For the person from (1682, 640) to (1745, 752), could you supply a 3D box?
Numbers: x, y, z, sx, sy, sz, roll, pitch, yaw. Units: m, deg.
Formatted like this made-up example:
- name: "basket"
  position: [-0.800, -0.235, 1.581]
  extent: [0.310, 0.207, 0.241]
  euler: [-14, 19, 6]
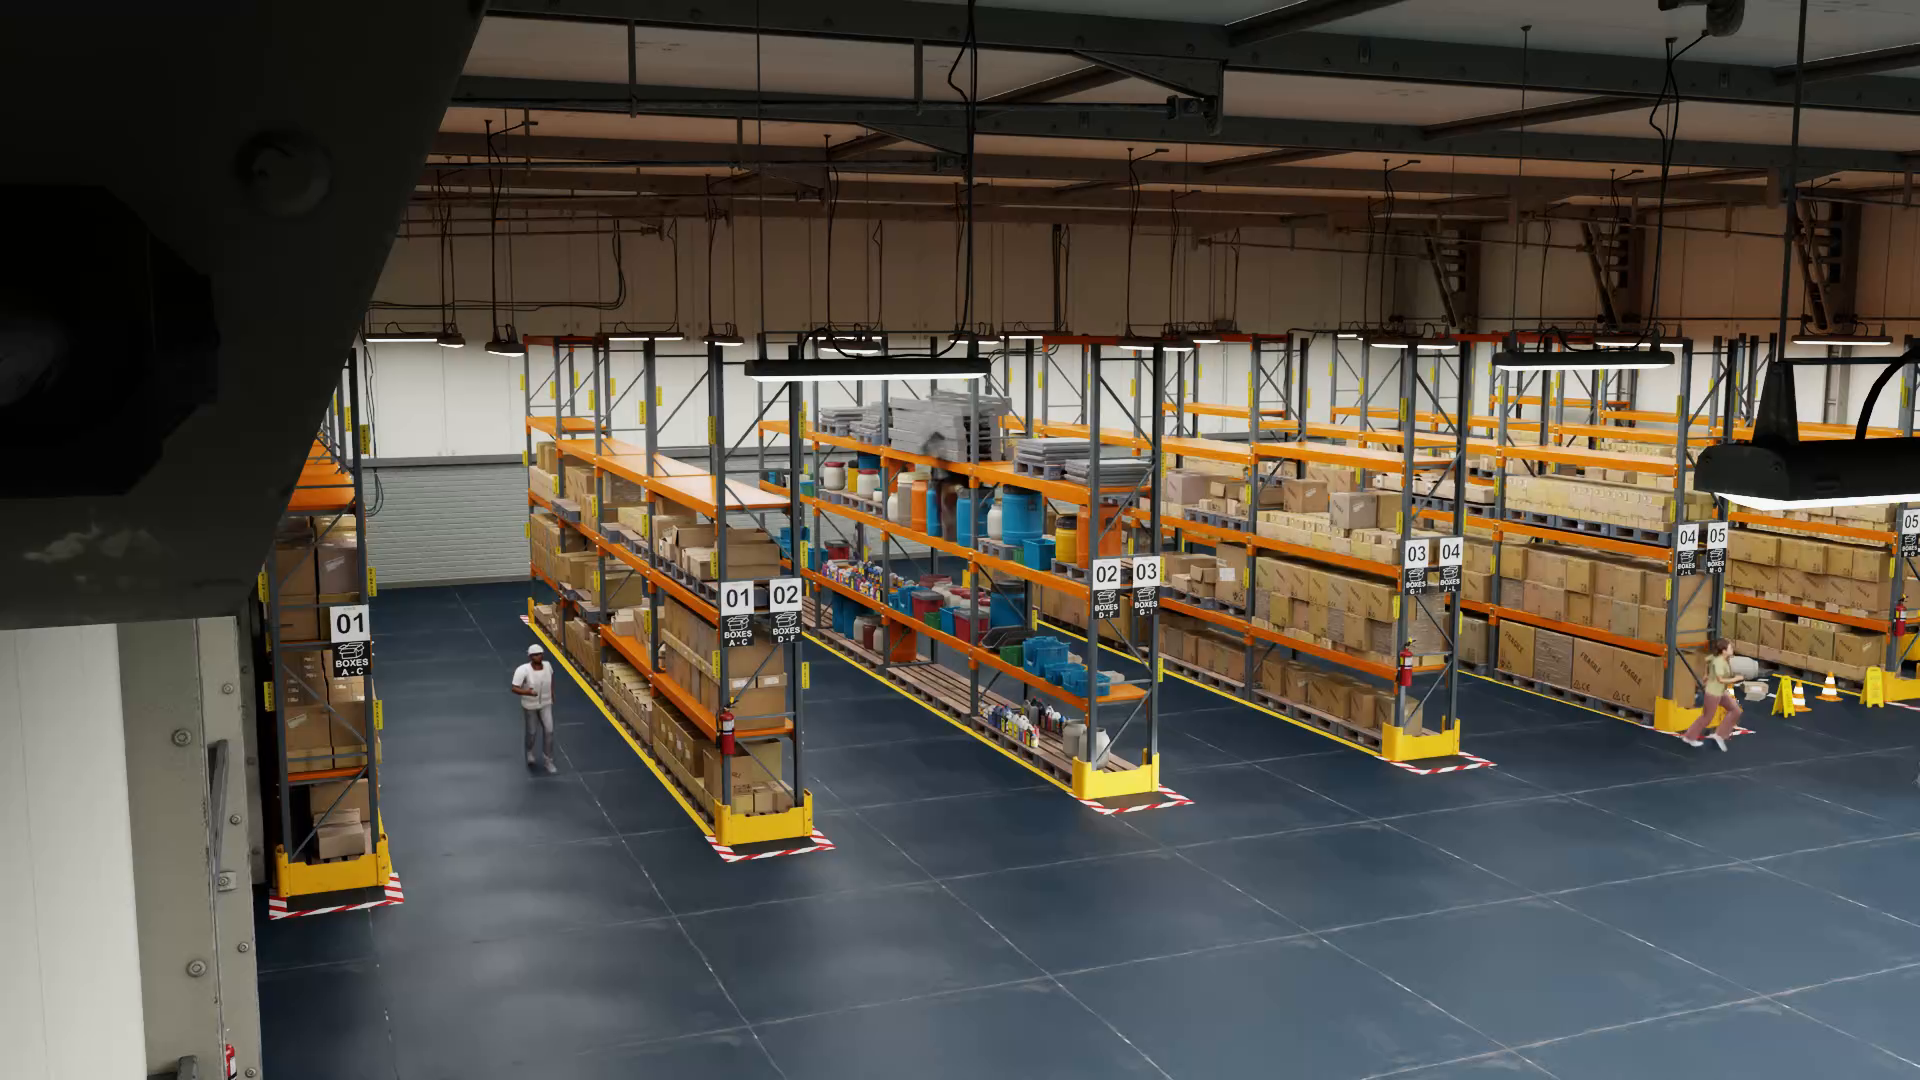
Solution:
- name: "person"
  position: [11.052, 2.271, 24.379]
  extent: [0.787, 1.661, 0.603]
  euler: [4, 9, 27]

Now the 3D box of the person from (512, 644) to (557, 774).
- name: "person"
  position: [-5.979, 2.355, 23.409]
  extent: [0.676, 1.814, 0.788]
  euler: [-5, 9, -31]

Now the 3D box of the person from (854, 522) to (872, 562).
- name: "person"
  position: [-2.302, 0.339, 39.177]
  extent: [0.548, 1.602, 0.607]
  euler: [-3, 8, -20]
